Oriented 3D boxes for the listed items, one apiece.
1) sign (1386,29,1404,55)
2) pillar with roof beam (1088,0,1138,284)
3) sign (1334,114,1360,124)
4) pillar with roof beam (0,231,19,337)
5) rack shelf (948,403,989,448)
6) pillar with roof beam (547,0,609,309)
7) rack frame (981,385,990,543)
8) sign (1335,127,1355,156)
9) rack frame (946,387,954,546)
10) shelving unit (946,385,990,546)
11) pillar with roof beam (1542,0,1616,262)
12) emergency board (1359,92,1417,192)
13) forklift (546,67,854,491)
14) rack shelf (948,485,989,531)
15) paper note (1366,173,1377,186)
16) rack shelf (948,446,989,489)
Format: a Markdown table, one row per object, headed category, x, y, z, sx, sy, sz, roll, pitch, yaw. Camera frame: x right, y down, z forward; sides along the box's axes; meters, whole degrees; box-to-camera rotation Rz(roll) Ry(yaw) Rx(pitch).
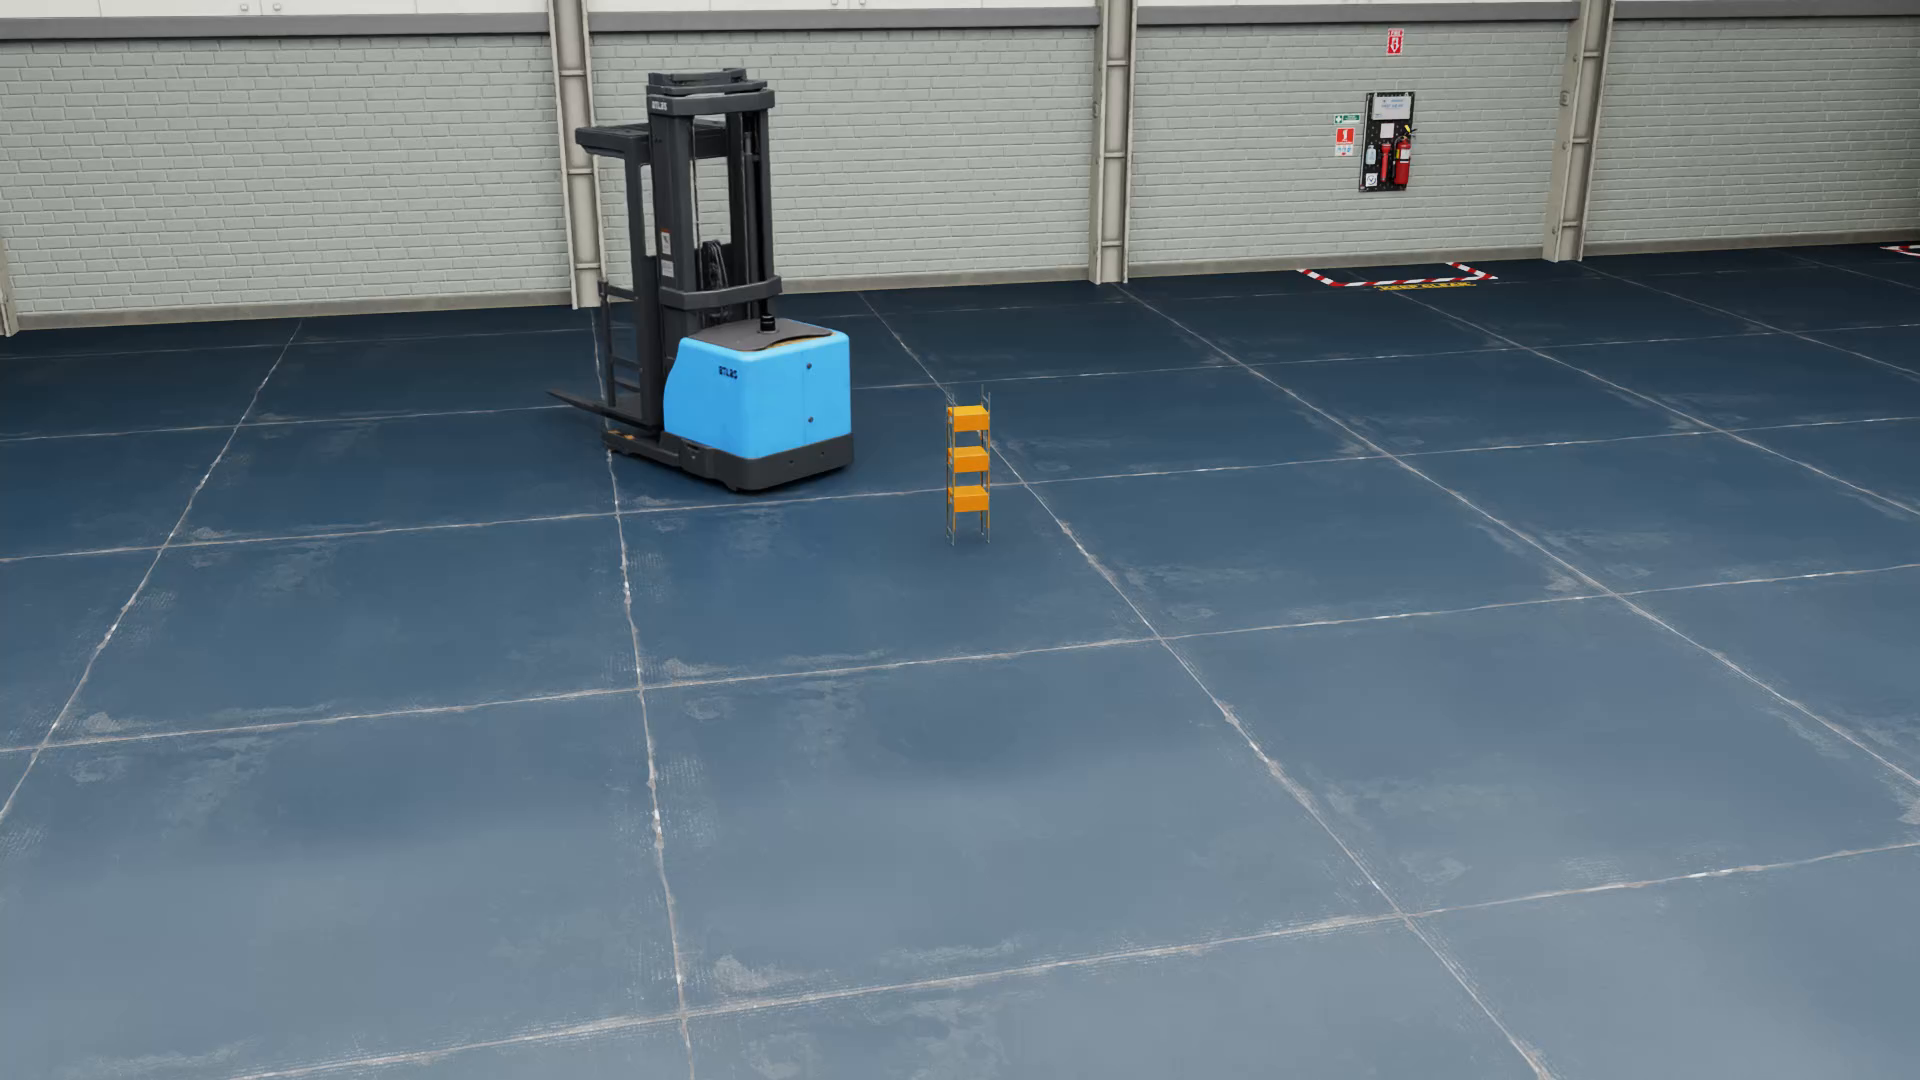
| category | x | y | z | sx | sy | sz | roll | pitch | yaw |
| --- | --- | --- | --- | --- | --- | --- | --- | --- | --- |
| sign | 5.145 | -5.891 | 19.664 | 0.199 | 0.298 | 0.001 | -5 | 21 | -12 |
| pillar with roof beam | 2.741 | -5.853 | 14.211 | 0.400 | 9.000 | 9.100 | -5 | 21 | -12 |
| sign | 4.621 | -5.023 | 19.844 | 0.331 | 0.109 | 0.001 | -5 | 21 | -12 |
| pillar with roof beam | -8.937 | -4.903 | 11.618 | 0.400 | 9.000 | 9.100 | -5 | 21 | -12 |
| rack shelf | 0.052 | -0.754 | 11.052 | 0.240 | 0.259 | 0.215 | -5 | 21 | -12 |
| pillar with roof beam | -3.098 | -5.378 | 12.914 | 0.400 | 9.000 | 9.100 | -5 | 21 | -12 |
| rack frame | 0.171 | -0.507 | 11.172 | 0.008 | 1.050 | 0.200 | -5 | 21 | -12 |
| sign | 4.614 | -4.777 | 19.942 | 0.234 | 0.329 | 0.001 | -5 | 21 | -12 |
| rack frame | -0.067 | -0.488 | 11.119 | 0.008 | 1.050 | 0.200 | -5 | 21 | -12 |
| shelving unit | 0.052 | -0.497 | 11.146 | 0.252 | 1.050 | 0.215 | -5 | 21 | -12 |
| pillar with roof beam | 8.580 | -6.328 | 15.507 | 0.400 | 9.000 | 9.100 | -5 | 21 | -12 |
| emergency board | 5.176 | -4.769 | 19.974 | 0.643 | 1.169 | 0.194 | -5 | 21 | -12 |
| forklift | -2.212 | -2.150 | 12.923 | 3.031 | 2.935 | 1.130 | 19 | 27 | 41 |
| rack shelf | 0.052 | -0.226 | 11.245 | 0.240 | 0.259 | 0.215 | -5 | 21 | -12 |
| paper note | 4.988 | -4.365 | 20.150 | 0.142 | 0.148 | 0.016 | -5 | 21 | -12 |
| rack shelf | 0.052 | -0.487 | 11.149 | 0.240 | 0.259 | 0.215 | -5 | 21 | -12 |
